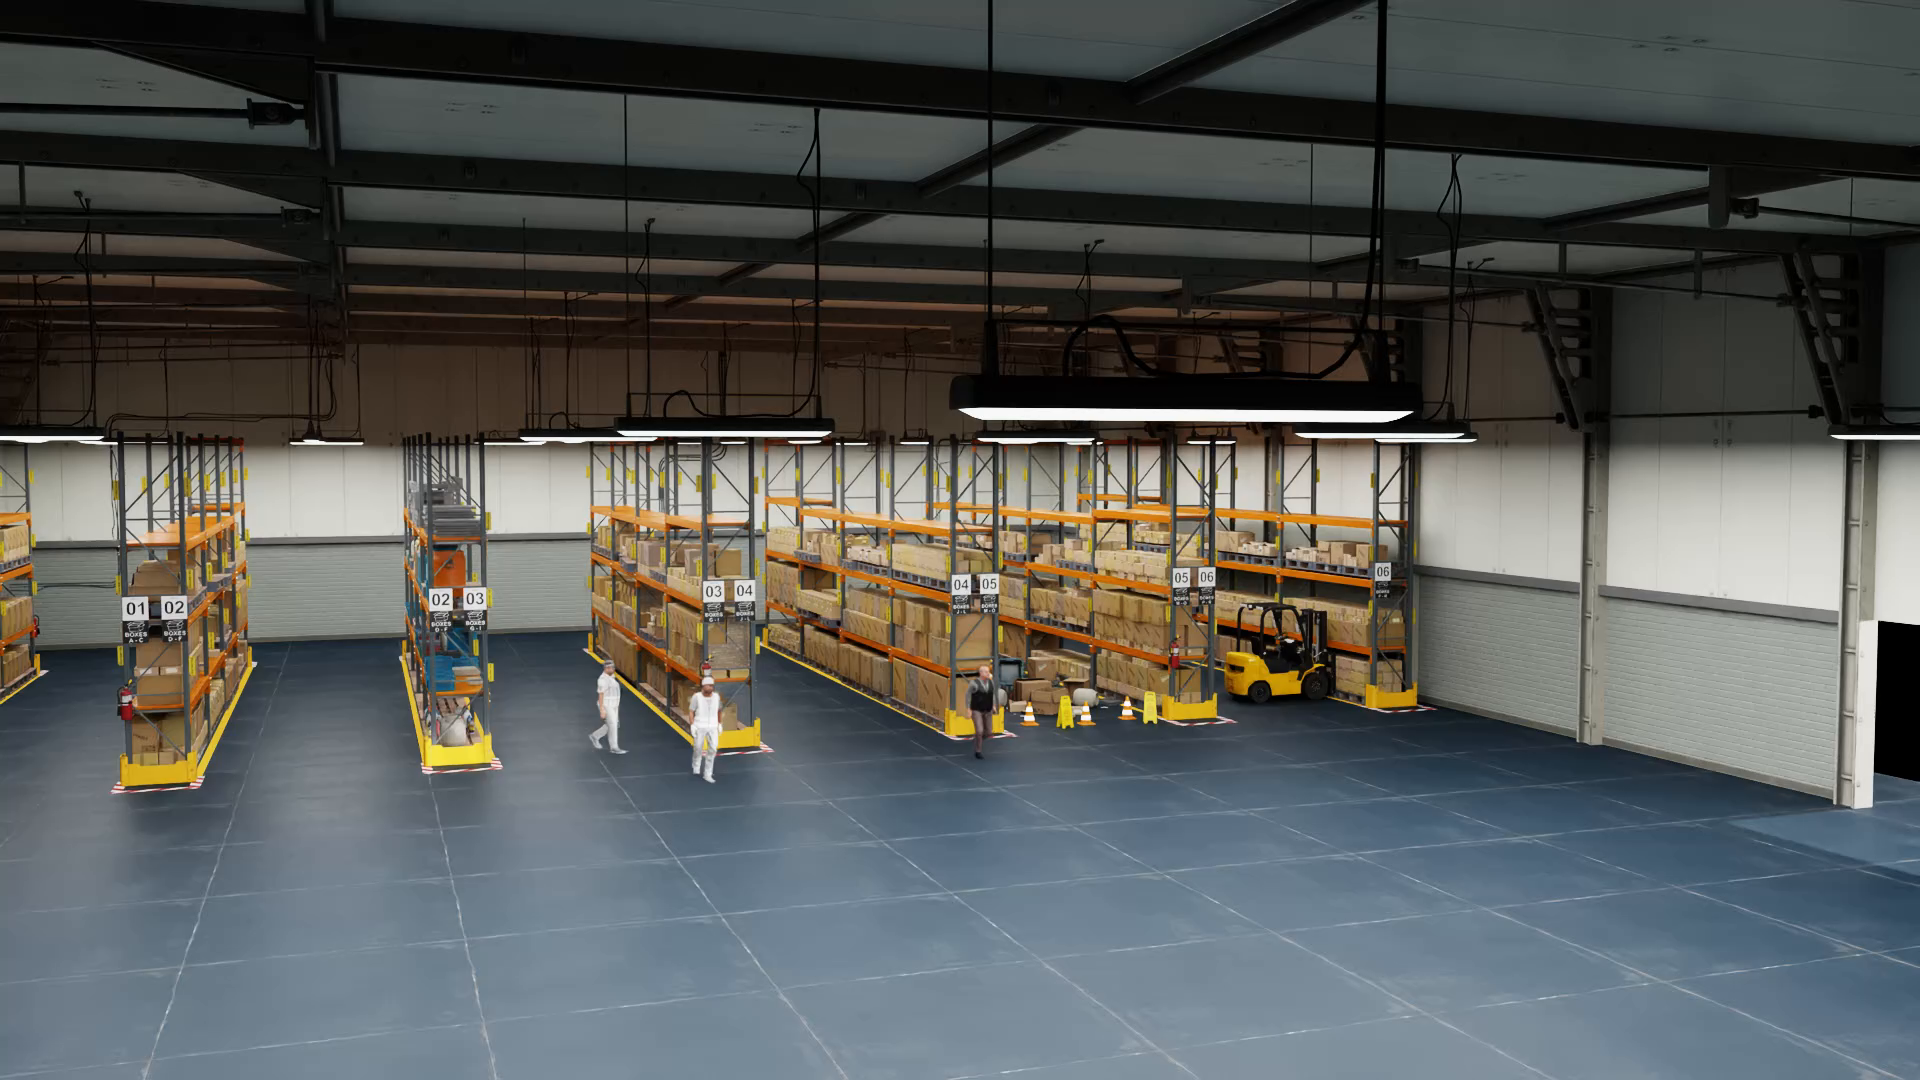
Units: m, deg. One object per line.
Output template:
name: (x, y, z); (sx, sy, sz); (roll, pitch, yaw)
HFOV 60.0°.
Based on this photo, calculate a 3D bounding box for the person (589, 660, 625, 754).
person: (-6.611, 3.107, 31.225); (0.823, 1.737, 0.600); (1, 3, 14)

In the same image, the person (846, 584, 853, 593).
person: (-3.101, 2.091, 47.196); (0.496, 1.674, 0.455); (0, 3, -9)

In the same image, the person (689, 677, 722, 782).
person: (-4.388, 3.268, 28.781); (0.656, 1.802, 0.735); (-2, 4, -29)

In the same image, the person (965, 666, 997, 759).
person: (0.336, 3.169, 30.882); (0.602, 1.704, 0.611); (-2, 4, -34)
